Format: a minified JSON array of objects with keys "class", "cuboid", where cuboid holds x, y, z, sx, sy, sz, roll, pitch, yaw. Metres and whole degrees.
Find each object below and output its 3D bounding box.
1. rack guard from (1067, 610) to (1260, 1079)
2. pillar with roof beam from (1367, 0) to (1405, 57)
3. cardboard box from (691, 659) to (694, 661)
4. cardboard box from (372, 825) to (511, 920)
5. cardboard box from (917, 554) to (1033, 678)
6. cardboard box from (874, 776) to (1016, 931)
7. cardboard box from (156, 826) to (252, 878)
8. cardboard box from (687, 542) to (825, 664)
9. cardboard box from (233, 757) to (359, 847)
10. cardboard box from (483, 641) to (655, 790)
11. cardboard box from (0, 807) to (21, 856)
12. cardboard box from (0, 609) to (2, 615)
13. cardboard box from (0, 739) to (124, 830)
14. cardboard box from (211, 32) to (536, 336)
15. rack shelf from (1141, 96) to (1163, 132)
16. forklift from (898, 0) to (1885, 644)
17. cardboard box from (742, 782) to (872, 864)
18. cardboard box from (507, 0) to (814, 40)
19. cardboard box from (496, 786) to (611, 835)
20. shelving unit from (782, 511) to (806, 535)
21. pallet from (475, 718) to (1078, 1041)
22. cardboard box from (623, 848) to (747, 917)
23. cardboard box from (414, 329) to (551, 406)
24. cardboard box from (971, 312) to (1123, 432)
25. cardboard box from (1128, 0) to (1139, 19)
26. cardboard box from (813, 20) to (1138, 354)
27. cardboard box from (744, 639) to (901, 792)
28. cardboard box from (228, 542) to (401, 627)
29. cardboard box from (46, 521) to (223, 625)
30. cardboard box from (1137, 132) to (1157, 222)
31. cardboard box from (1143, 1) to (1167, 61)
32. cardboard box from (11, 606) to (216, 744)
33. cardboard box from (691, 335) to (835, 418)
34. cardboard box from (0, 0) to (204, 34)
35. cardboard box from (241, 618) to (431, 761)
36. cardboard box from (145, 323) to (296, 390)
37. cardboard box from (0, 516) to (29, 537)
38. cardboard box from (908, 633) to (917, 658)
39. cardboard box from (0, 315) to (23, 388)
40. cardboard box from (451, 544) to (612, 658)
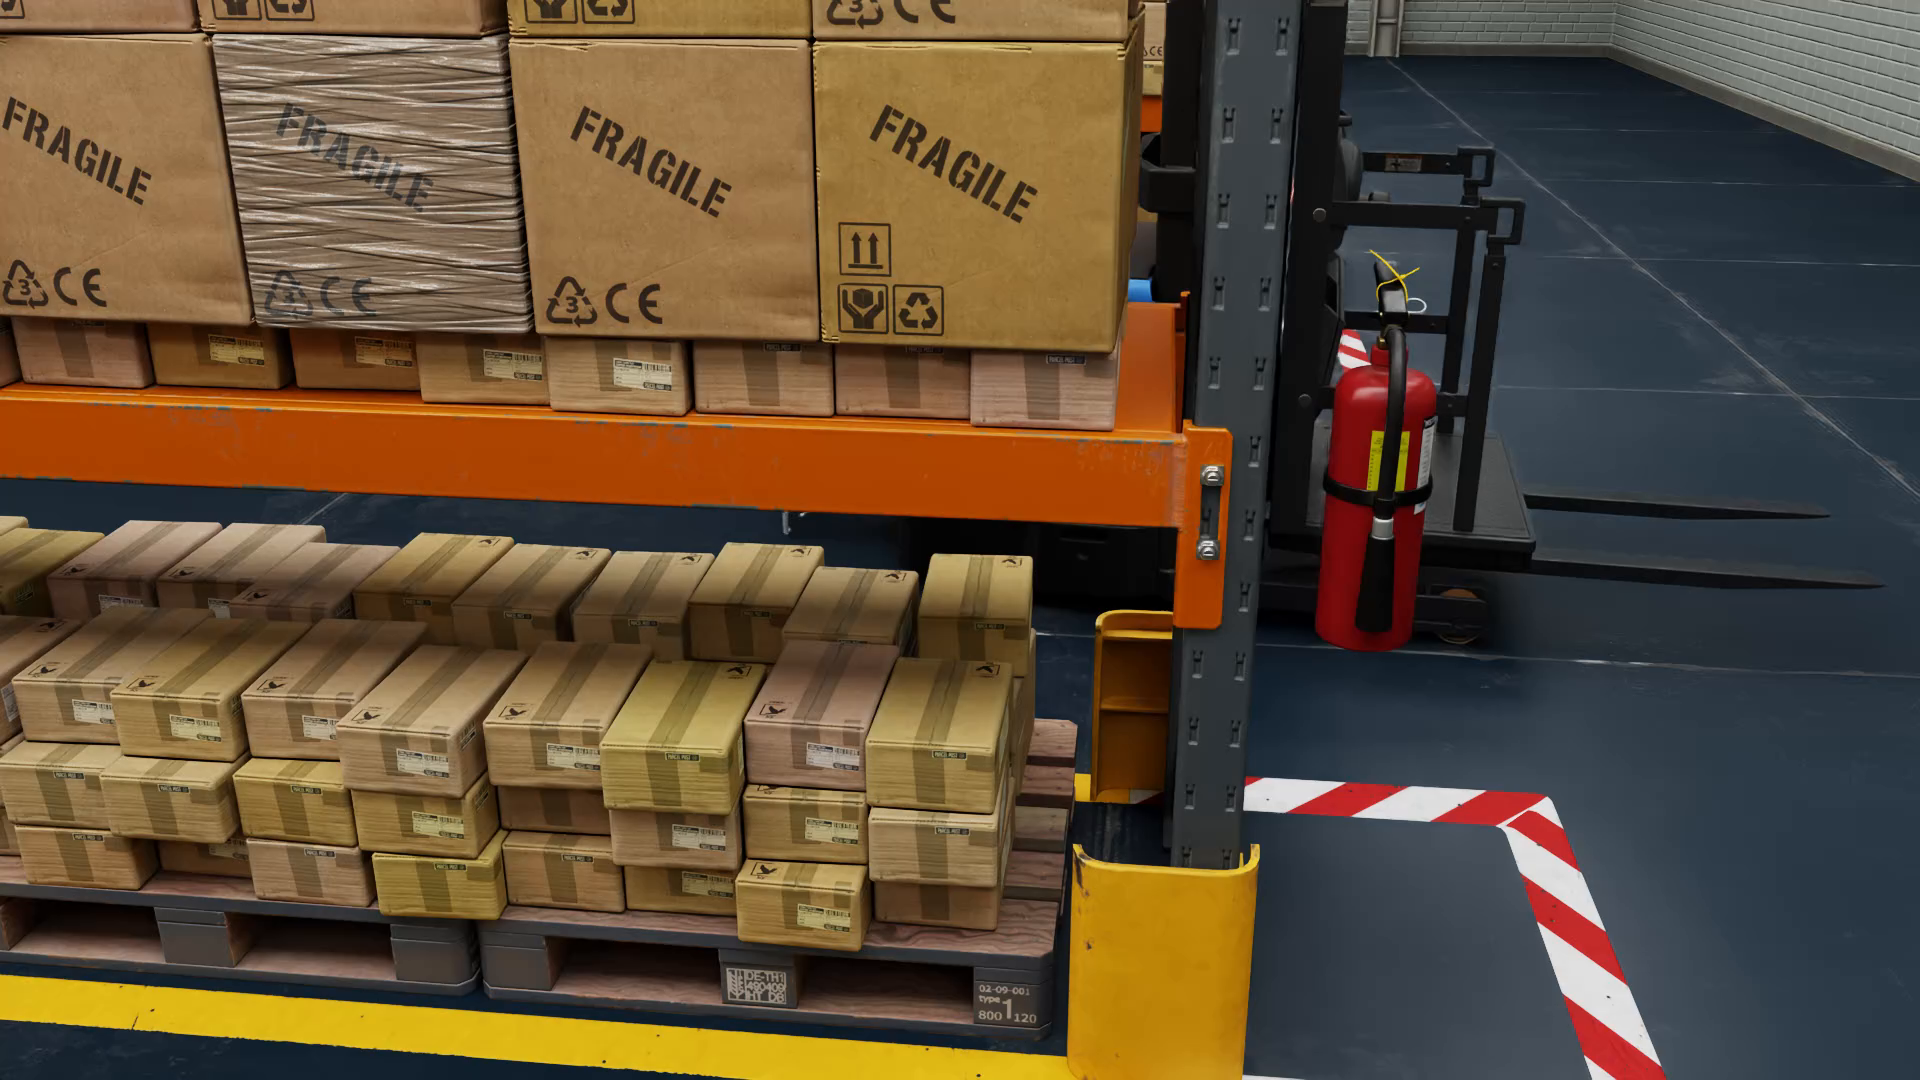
[{"class":"rack guard","cuboid":[0.446,0.625,3.679,0.348,0.500,1.175,2,22,6]},{"class":"pillar with roof beam","cuboid":[5.231,-9.183,16.929,0.400,9.000,9.100,2,22,6]},{"class":"cardboard box","cuboid":[-0.729,0.280,4.054,0.250,0.149,0.380,3,22,8]},{"class":"cardboard box","cuboid":[-1.053,0.638,3.552,0.250,0.149,0.380,2,22,4]},{"class":"cardboard box","cuboid":[0.041,0.173,3.920,0.250,0.149,0.380,2,22,4]},{"class":"cardboard box","cuboid":[-0.026,0.650,3.523,0.250,0.149,0.380,3,22,7]},{"class":"cardboard box","cuboid":[-1.564,0.581,3.697,0.250,0.149,0.380,3,22,8]},{"class":"cardboard box","cuboid":[-0.482,0.147,3.985,0.250,0.149,0.380,2,22,6]},{"class":"cardboard box","cuboid":[-1.321,0.482,3.543,0.250,0.149,0.380,4,22,9]},{"class":"cardboard box","cuboid":[-0.799,0.358,3.451,0.250,0.149,0.380,2,22,4]},{"class":"cardboard box","cuboid":[-2.081,0.551,3.773,0.250,0.149,0.380,2,22,4]},{"class":"cardboard box","cuboid":[-2.348,0.266,3.683,0.250,0.149,0.380,2,22,5]},{"class":"cardboard box","cuboid":[-1.839,0.460,3.598,0.250,0.149,0.380,2,22,6]},{"class":"cardboard box","cuboid":[-0.971,-0.687,3.058,0.500,0.500,0.500,3,22,6]},{"class":"rack shelf","cuboid":[-0.781,-2.093,8.132,4.000,0.370,1.077,2,22,6]},{"class":"forklift","cuboid":[1.366,-1.256,5.130,3.031,2.935,1.130,4,22,11]},{"class":"cardboard box","cuboid":[-0.290,0.508,3.476,0.250,0.149,0.380,2,22,5]},{"class":"cardboard box","cuboid":[-0.466,-1.135,2.830,0.500,0.500,0.500,2,22,4]},{"class":"cardboard box","cuboid":[-0.807,0.468,3.578,0.250,0.149,0.380,2,22,6]},{"class":"shelving unit","cuboid":[-0.366,-0.602,5.830,0.503,1.200,0.258,4,22,11]},{"class":"pallet","cuboid":[-0.357,0.711,3.854,1.213,0.211,1.003,2,22,6]},{"class":"cardboard box","cuboid":[-0.545,0.632,3.567,0.250,0.149,0.380,2,22,6]},{"class":"cardboard box","cuboid":[-0.843,-0.383,3.170,0.250,0.149,0.380,2,22,4]},{"class":"cardboard box","cuboid":[0.164,-0.328,3.032,0.250,0.149,0.380,3,22,6]},{"class":"cardboard box","cuboid":[0.107,-1.300,3.249,0.500,0.500,0.500,2,22,6]},{"class":"cardboard box","cuboid":[0.045,-0.645,2.950,0.500,0.500,0.500,3,22,7]},{"class":"cardboard box","cuboid":[-0.277,0.357,3.454,0.250,0.149,0.380,3,22,7]},{"class":"cardboard box","cuboid":[-1.529,0.147,3.985,0.250,0.149,0.380,3,22,6]},{"class":"cardboard box","cuboid":[-2.032,0.089,4.132,0.250,0.149,0.380,1,22,4]},{"class":"cardboard box","cuboid":[0.560,-1.547,8.091,0.875,0.875,0.875,2,22,6]},{"class":"cardboard box","cuboid":[0.693,-2.334,7.562,0.500,0.250,0.500,2,22,5]},{"class":"cardboard box","cuboid":[-1.825,0.289,3.626,0.250,0.149,0.380,2,22,4]},{"class":"cardboard box","cuboid":[-0.329,-0.358,3.108,0.250,0.149,0.380,2,22,6]},{"class":"cardboard box","cuboid":[-1.509,-1.176,2.934,0.500,0.500,0.500,2,22,4]},{"class":"cardboard box","cuboid":[-1.321,0.315,3.561,0.250,0.149,0.380,2,22,4]},{"class":"cardboard box","cuboid":[-1.370,-0.422,3.269,0.250,0.149,0.380,3,22,7]},{"class":"cardboard box","cuboid":[-2.560,0.072,4.176,0.250,0.149,0.380,2,22,6]},{"class":"cardboard box","cuboid":[-0.234,0.309,3.980,0.250,0.149,0.380,2,22,6]},{"class":"cardboard box","cuboid":[-1.895,-0.420,3.263,0.250,0.149,0.380,3,22,9]},{"class":"cardboard box","cuboid":[-1.012,0.151,3.975,0.250,0.149,0.380,3,22,8]}]
